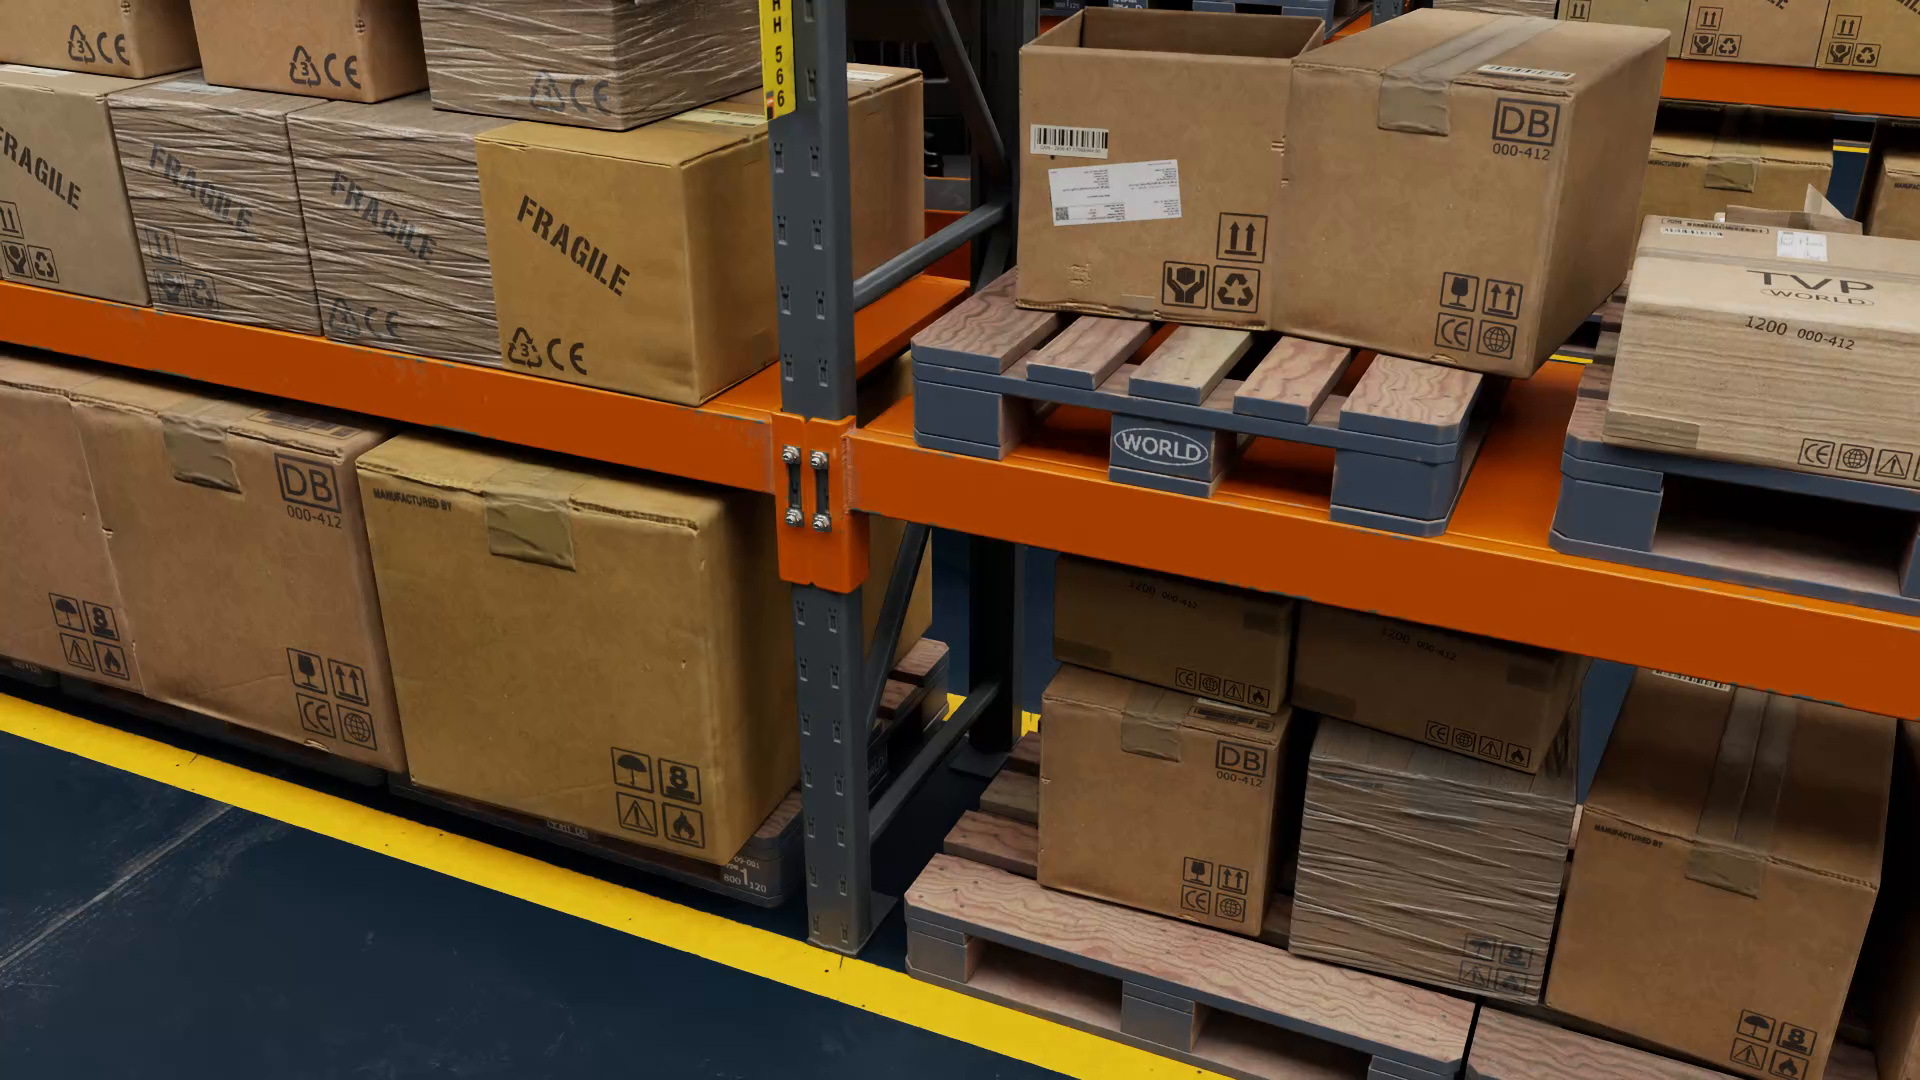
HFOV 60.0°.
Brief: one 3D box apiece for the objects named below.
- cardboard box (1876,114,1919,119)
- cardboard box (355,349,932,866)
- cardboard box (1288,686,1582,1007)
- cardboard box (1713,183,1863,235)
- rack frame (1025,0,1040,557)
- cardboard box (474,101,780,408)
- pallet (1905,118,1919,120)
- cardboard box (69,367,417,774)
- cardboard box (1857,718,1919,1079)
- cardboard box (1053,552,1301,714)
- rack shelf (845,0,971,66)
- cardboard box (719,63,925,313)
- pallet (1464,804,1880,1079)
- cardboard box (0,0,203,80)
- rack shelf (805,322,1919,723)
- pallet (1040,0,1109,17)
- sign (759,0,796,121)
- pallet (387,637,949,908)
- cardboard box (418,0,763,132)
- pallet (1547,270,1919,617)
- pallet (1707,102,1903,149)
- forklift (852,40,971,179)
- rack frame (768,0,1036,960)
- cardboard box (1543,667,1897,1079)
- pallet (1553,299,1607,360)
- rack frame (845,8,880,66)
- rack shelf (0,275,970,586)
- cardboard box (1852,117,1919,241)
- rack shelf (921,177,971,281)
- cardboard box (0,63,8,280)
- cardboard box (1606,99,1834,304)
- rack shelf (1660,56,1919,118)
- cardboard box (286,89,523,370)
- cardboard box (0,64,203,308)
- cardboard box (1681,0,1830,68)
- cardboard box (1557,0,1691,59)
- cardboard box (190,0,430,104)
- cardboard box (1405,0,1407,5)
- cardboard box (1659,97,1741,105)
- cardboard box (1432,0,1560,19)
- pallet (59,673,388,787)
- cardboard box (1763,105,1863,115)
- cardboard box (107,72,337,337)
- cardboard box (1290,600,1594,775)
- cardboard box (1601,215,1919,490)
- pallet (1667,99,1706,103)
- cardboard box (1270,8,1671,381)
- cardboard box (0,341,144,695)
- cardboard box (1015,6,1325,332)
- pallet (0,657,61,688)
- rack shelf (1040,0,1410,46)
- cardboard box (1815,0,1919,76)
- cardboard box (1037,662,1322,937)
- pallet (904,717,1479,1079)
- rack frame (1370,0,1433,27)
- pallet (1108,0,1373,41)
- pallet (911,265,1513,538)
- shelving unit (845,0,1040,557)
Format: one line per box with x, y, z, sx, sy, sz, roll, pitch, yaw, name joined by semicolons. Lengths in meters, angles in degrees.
6.520;-3.086;11.122;0.625;0.372;0.950;13;29;25;cardboard box
-0.709;0.032;4.220;0.875;0.875;1.225;10;28;19;cardboard box
1.039;0.536;3.597;0.500;0.500;0.700;9;28;18;cardboard box
1.540;-0.530;3.108;0.258;0.266;0.396;11;28;20;cardboard box
0.191;-0.834;5.066;0.015;2.100;0.400;5;27;10;rack frame
-0.641;-0.634;3.529;0.500;0.500;0.500;12;29;23;cardboard box
6.945;-2.743;11.082;1.213;0.211;1.003;11;28;22;pallet
-1.517;-0.134;4.557;0.875;0.875;1.225;11;28;22;cardboard box
2.066;0.739;3.185;0.500;0.500;0.700;9;28;17;cardboard box
0.533;0.099;3.635;0.500;0.250;0.500;13;29;24;cardboard box
-0.048;-1.471;4.806;0.480;0.518;0.431;5;27;10;rack shelf
-0.419;-0.842;3.951;0.500;0.500;0.500;12;29;23;cardboard box
1.728;1.020;3.440;1.213;0.211;1.003;11;28;22;pallet
-1.954;-1.474;4.099;0.637;0.503;0.797;12;29;23;cardboard box
1.731;0.090;2.986;4.000;0.370;1.077;11;28;22;rack shelf
0.237;-2.834;8.327;1.213;0.211;1.003;11;28;22;pallet
-0.316;-0.894;2.860;0.005;0.325;0.100;11;28;22;sign
-0.776;0.478;4.540;1.213;0.211;1.003;11;28;22;pallet
-0.748;-1.234;3.611;0.637;0.503;0.797;12;29;24;cardboard box
1.730;-0.167;2.911;1.213;0.211;1.003;11;28;22;pallet
5.830;-2.965;11.534;1.213;0.211;1.003;11;28;22;pallet
-0.281;-2.031;6.557;1.130;2.935;3.031;-4;26;-8;forklift
-0.089;-0.599;3.570;0.127;3.000;1.000;11;28;22;rack frame
1.558;0.637;3.392;0.500;0.500;0.700;14;29;26;cardboard box
2.742;-1.149;7.845;1.213;0.211;1.003;11;28;22;pallet
-0.288;-0.876;5.152;0.015;2.100;0.400;5;27;10;rack frame
-1.910;-0.642;4.472;4.000;0.370;1.077;11;28;22;rack shelf
4.218;-1.277;7.020;0.750;0.750;1.050;11;28;22;cardboard box
-0.048;-0.843;5.115;0.480;0.518;0.431;5;27;10;rack shelf
-2.502;-1.007;4.286;0.500;0.500;0.500;11;28;21;cardboard box
3.370;-1.448;7.366;0.750;0.750;1.050;12;29;23;cardboard box
3.876;-1.886;6.999;4.000;0.370;1.077;11;28;22;rack shelf
-1.093;-0.728;3.719;0.500;0.500;0.500;11;28;21;cardboard box
-2.029;-0.915;4.099;0.500;0.500;0.500;12;29;23;cardboard box
3.276;-2.244;6.800;0.500;0.500;0.500;11;28;22;cardboard box
2.817;-2.337;6.987;0.500;0.500;0.500;11;28;21;cardboard box
-1.340;-1.354;3.855;0.637;0.503;0.797;12;29;23;cardboard box
3.418;-3.978;12.364;0.875;0.875;0.875;11;28;21;cardboard box
5.198;-3.354;11.665;0.625;0.372;0.950;11;28;21;cardboard box
2.353;-2.429;7.174;0.500;0.500;0.500;12;29;22;cardboard box
-1.882;0.254;4.994;1.213;0.211;1.003;11;28;22;pallet
5.886;-3.213;11.379;0.625;0.372;0.950;12;29;23;cardboard box
-1.567;-0.821;3.909;0.500;0.500;0.500;10;28;20;cardboard box
1.020;0.192;3.446;0.500;0.250;0.500;15;30;28;cardboard box
1.341;-0.321;2.700;0.500;0.250;0.500;11;28;20;cardboard box
4.723;-3.189;11.988;1.213;0.211;1.003;11;28;22;pallet
0.968;-0.687;3.162;0.500;0.500;0.700;16;30;29;cardboard box
-2.326;-0.293;4.879;0.875;0.875;1.225;10;28;20;cardboard box
0.419;-0.749;3.287;0.500;0.500;0.500;8;27;15;cardboard box
-2.997;0.032;5.446;1.213;0.211;1.003;11;28;22;pallet
0.235;-2.617;8.485;4.000;0.370;1.077;11;28;22;rack shelf
3.728;-2.152;6.613;0.500;0.500;0.500;11;28;21;cardboard box
0.529;0.440;3.792;0.500;0.500;0.700;10;28;19;cardboard box
0.621;0.796;3.894;1.213;0.211;1.003;11;28;22;pallet
2.056;-2.574;7.583;0.127;3.000;1.000;11;28;22;rack frame
1.363;-2.576;7.803;1.003;0.211;1.213;11;28;22;pallet
0.603;-0.425;3.435;1.003;0.211;1.213;11;28;22;pallet
-0.048;-0.855;5.109;0.503;2.100;0.431;5;27;10;shelving unit
